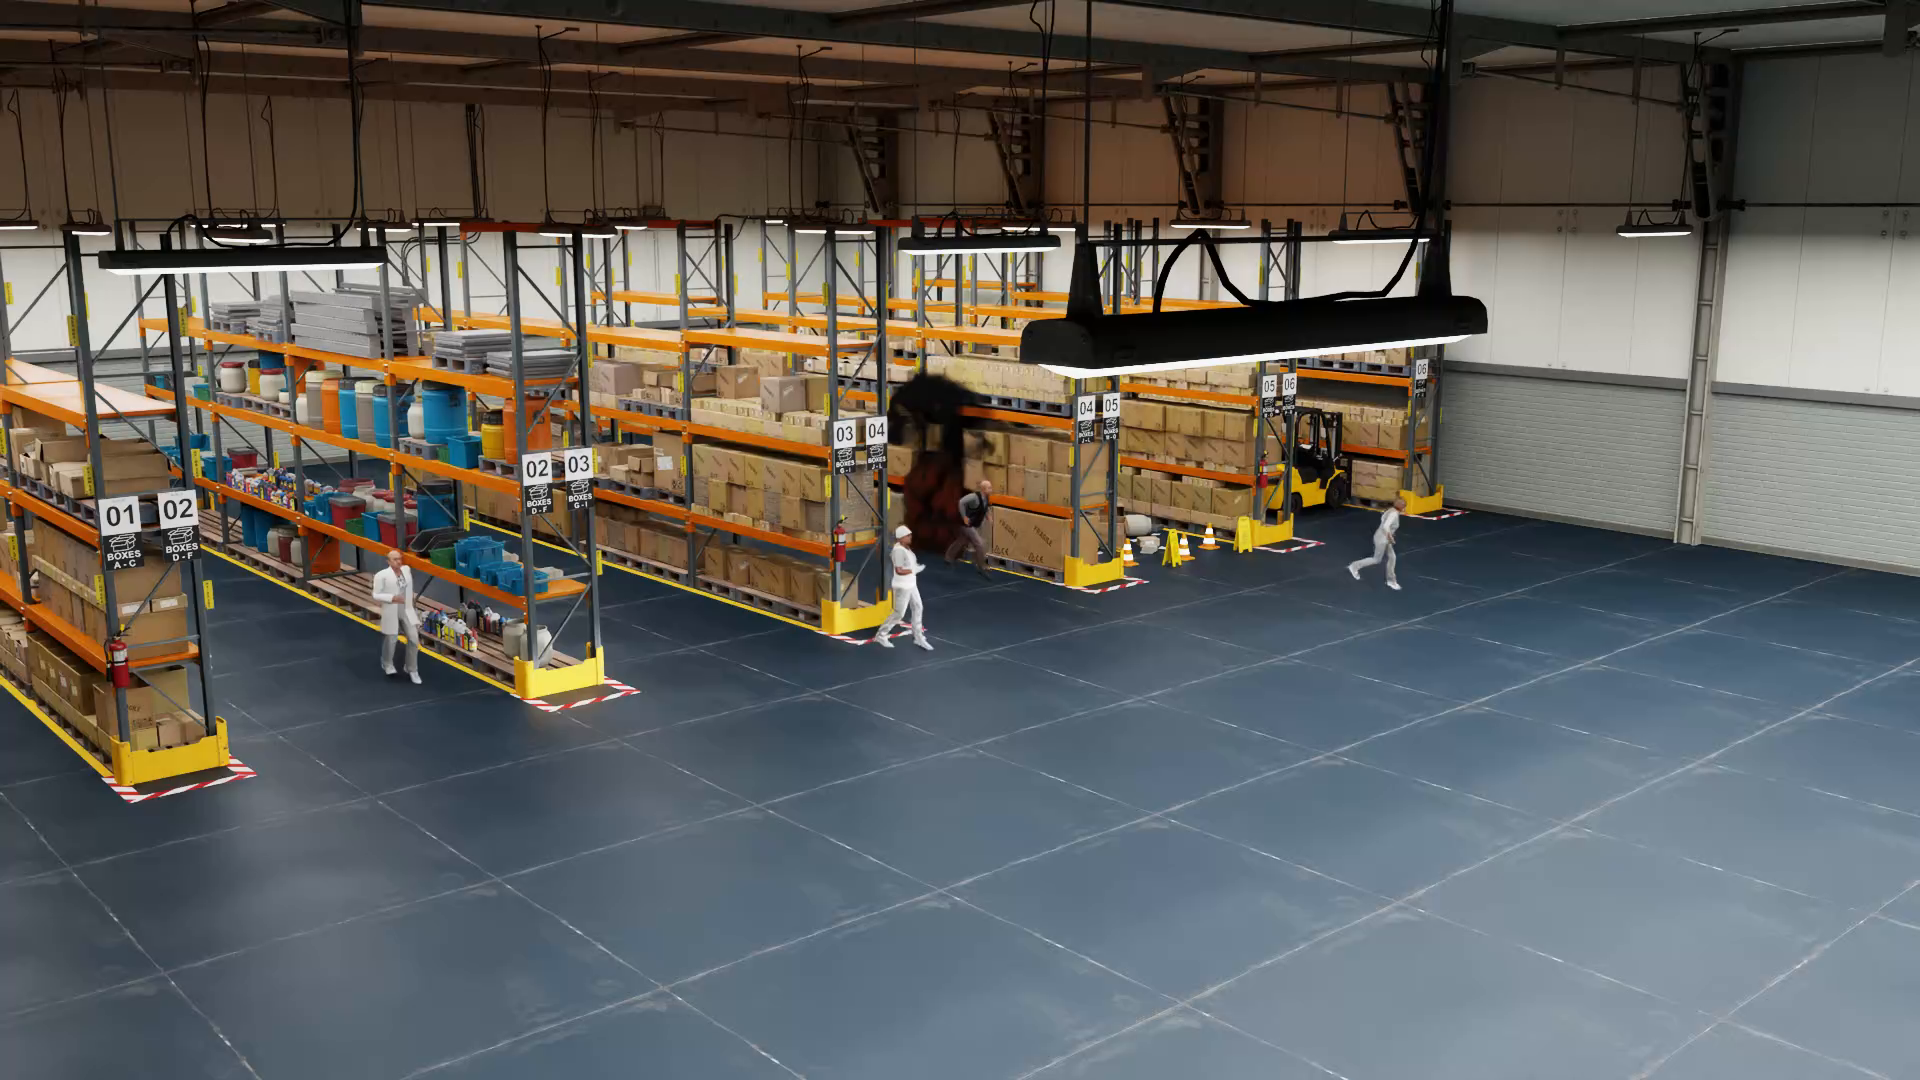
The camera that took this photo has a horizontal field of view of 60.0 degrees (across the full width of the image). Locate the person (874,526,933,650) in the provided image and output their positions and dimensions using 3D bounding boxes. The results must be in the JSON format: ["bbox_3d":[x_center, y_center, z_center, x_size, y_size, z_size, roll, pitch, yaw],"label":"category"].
[{"bbox_3d":[-0.817,0.706,23.827,0.826,1.840,0.673,2,12,10],"label":"person"}]

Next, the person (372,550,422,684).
[{"bbox_3d":[-7.568,1.029,22.322,0.640,1.835,0.908,-9,15,-38],"label":"person"}]

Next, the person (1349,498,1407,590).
[{"bbox_3d":[6.986,0.052,27.848,0.895,1.549,0.559,2,12,10],"label":"person"}]

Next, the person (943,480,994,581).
[{"bbox_3d":[0.117,-0.191,27.813,0.991,1.680,0.697,7,14,32],"label":"person"}]
